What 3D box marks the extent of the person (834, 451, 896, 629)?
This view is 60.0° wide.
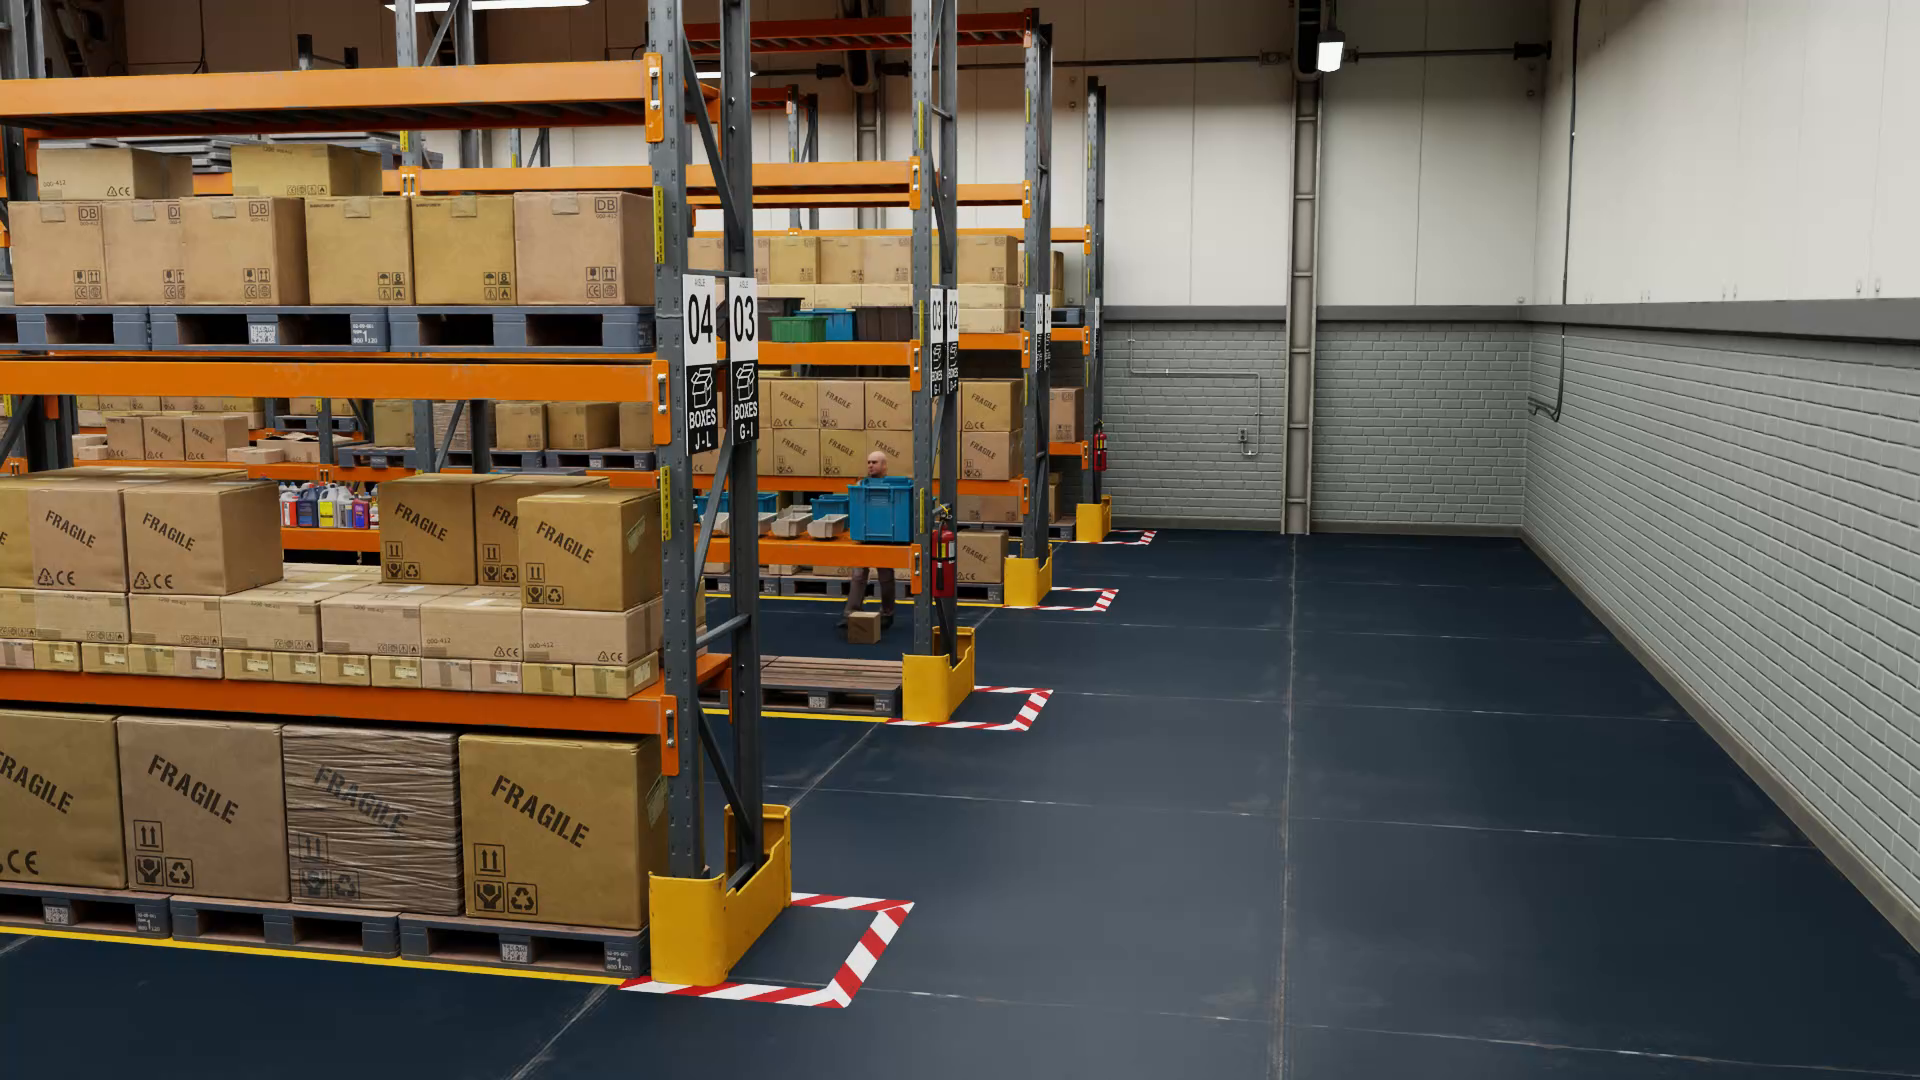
[{"bbox_3d":[-0.823,0.023,15.627,0.549,1.690,0.921,2,8,17],"label":"person"}]
